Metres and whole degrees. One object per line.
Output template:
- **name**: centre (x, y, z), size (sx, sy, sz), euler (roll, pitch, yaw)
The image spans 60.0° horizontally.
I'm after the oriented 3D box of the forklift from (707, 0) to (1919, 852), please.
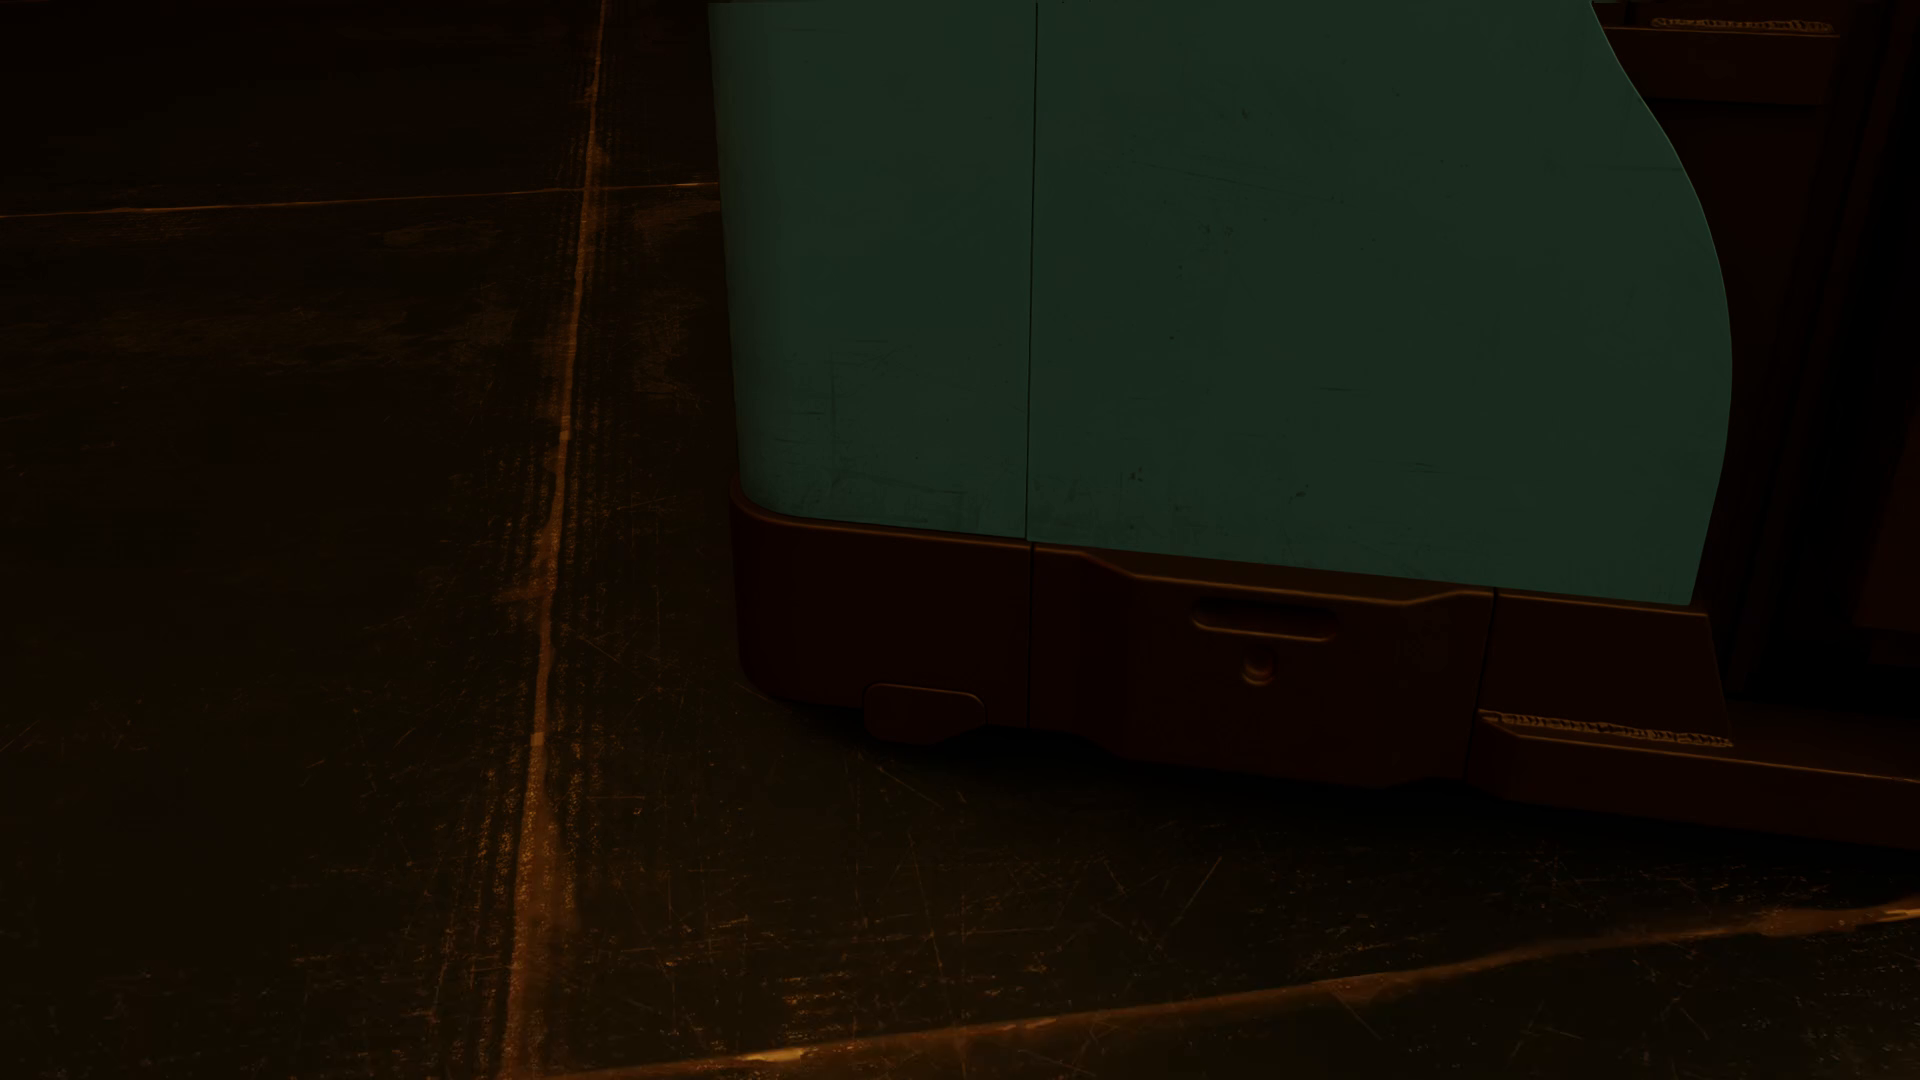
- **forklift**: centre (1.298, -1.141, 1.523), size (3.031, 2.935, 1.130), euler (6, 28, 11)
